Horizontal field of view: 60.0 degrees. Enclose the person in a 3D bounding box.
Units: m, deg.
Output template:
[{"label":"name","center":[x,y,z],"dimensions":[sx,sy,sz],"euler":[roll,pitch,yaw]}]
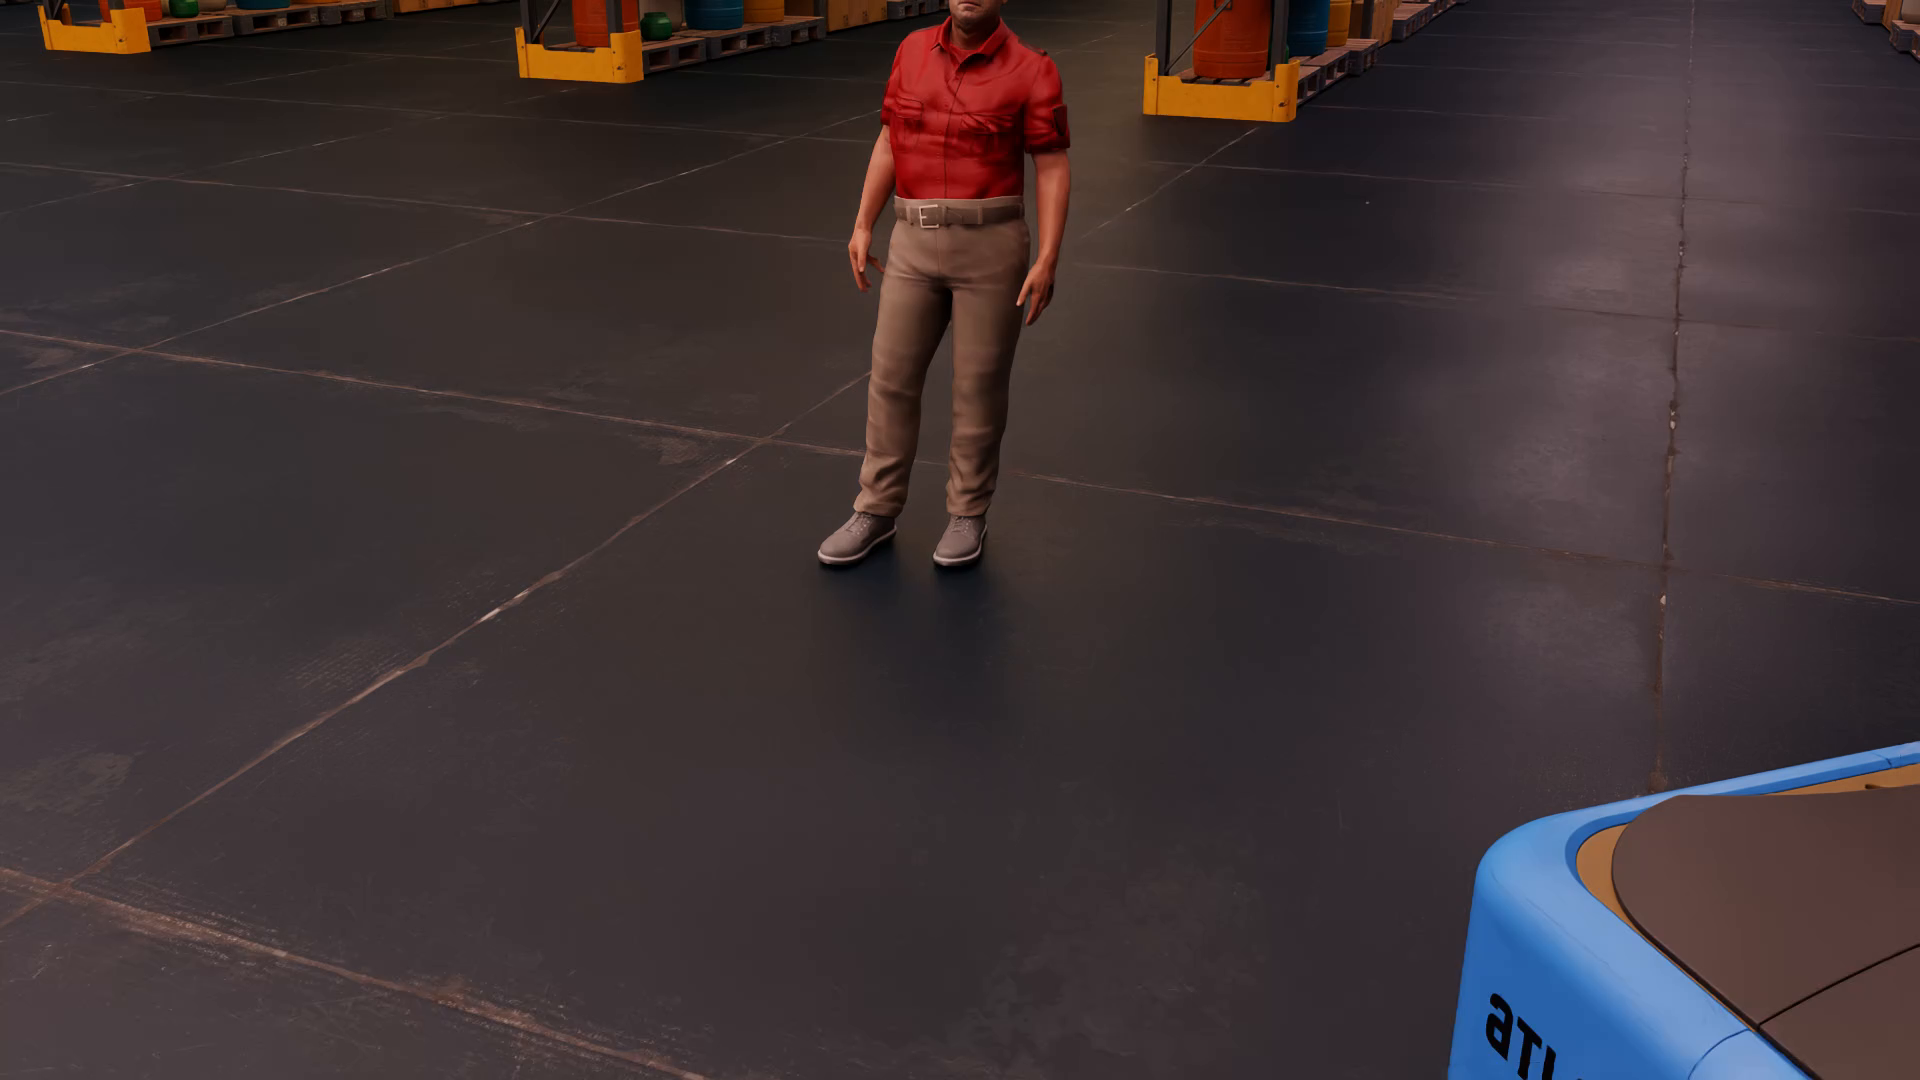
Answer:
[{"label":"person","center":[-0.046,-0.774,4.685],"dimensions":[0.640,1.727,0.551],"euler":[9,24,21]}]
